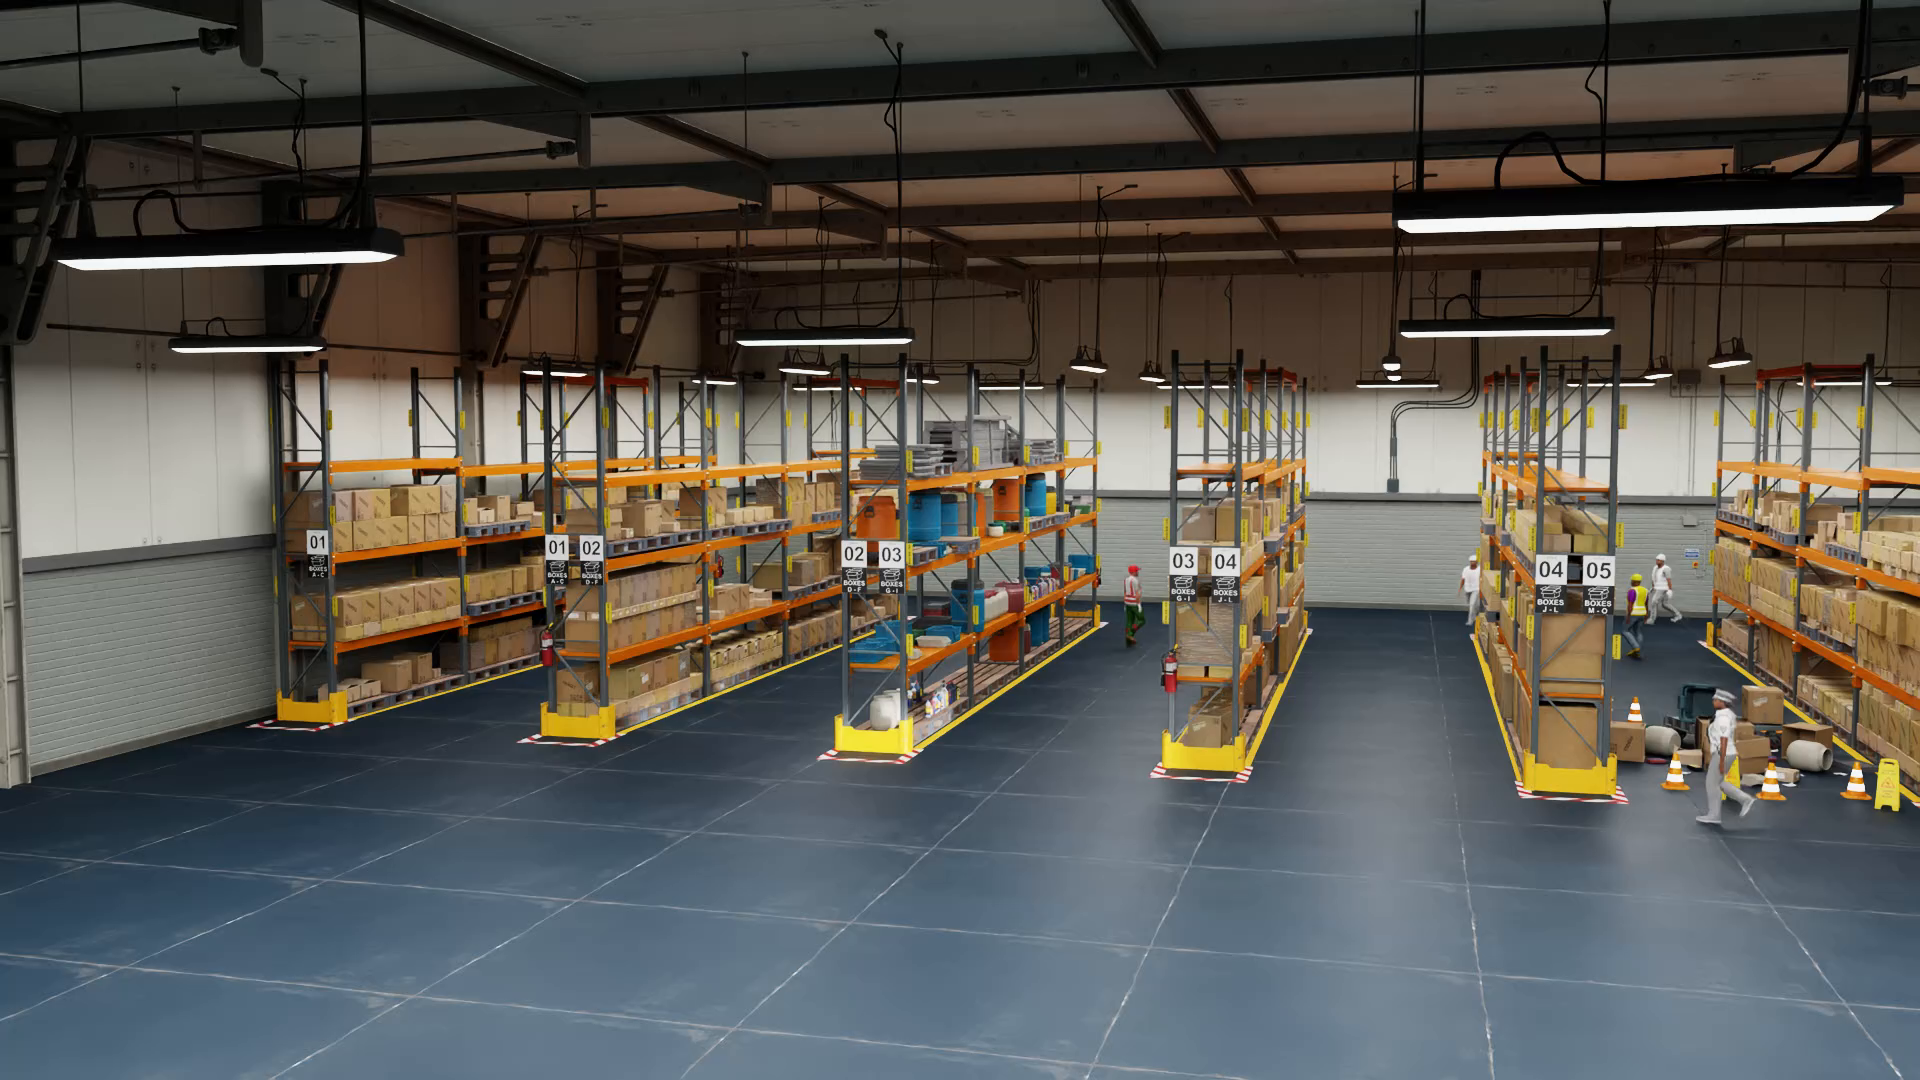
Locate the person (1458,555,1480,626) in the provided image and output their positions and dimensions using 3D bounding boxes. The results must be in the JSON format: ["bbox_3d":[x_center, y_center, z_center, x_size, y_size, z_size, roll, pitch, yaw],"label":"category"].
[{"bbox_3d":[12.527,1.218,40.570,0.596,1.716,1.093,4,6,43],"label":"person"}]

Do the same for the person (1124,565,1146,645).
[{"bbox_3d":[3.825,1.441,36.923,0.468,1.790,0.589,-2,5,-26],"label":"person"}]

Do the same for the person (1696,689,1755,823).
[{"bbox_3d":[9.490,2.671,20.567,0.671,1.667,0.455,2,4,23],"label":"person"}]

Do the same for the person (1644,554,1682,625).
[{"bbox_3d":[17.157,1.207,40.625,1.027,1.749,0.545,0,4,4],"label":"person"}]

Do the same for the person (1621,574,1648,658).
[{"bbox_3d":[14.298,1.596,35.119,0.616,1.766,0.467,-2,5,-27],"label":"person"}]
